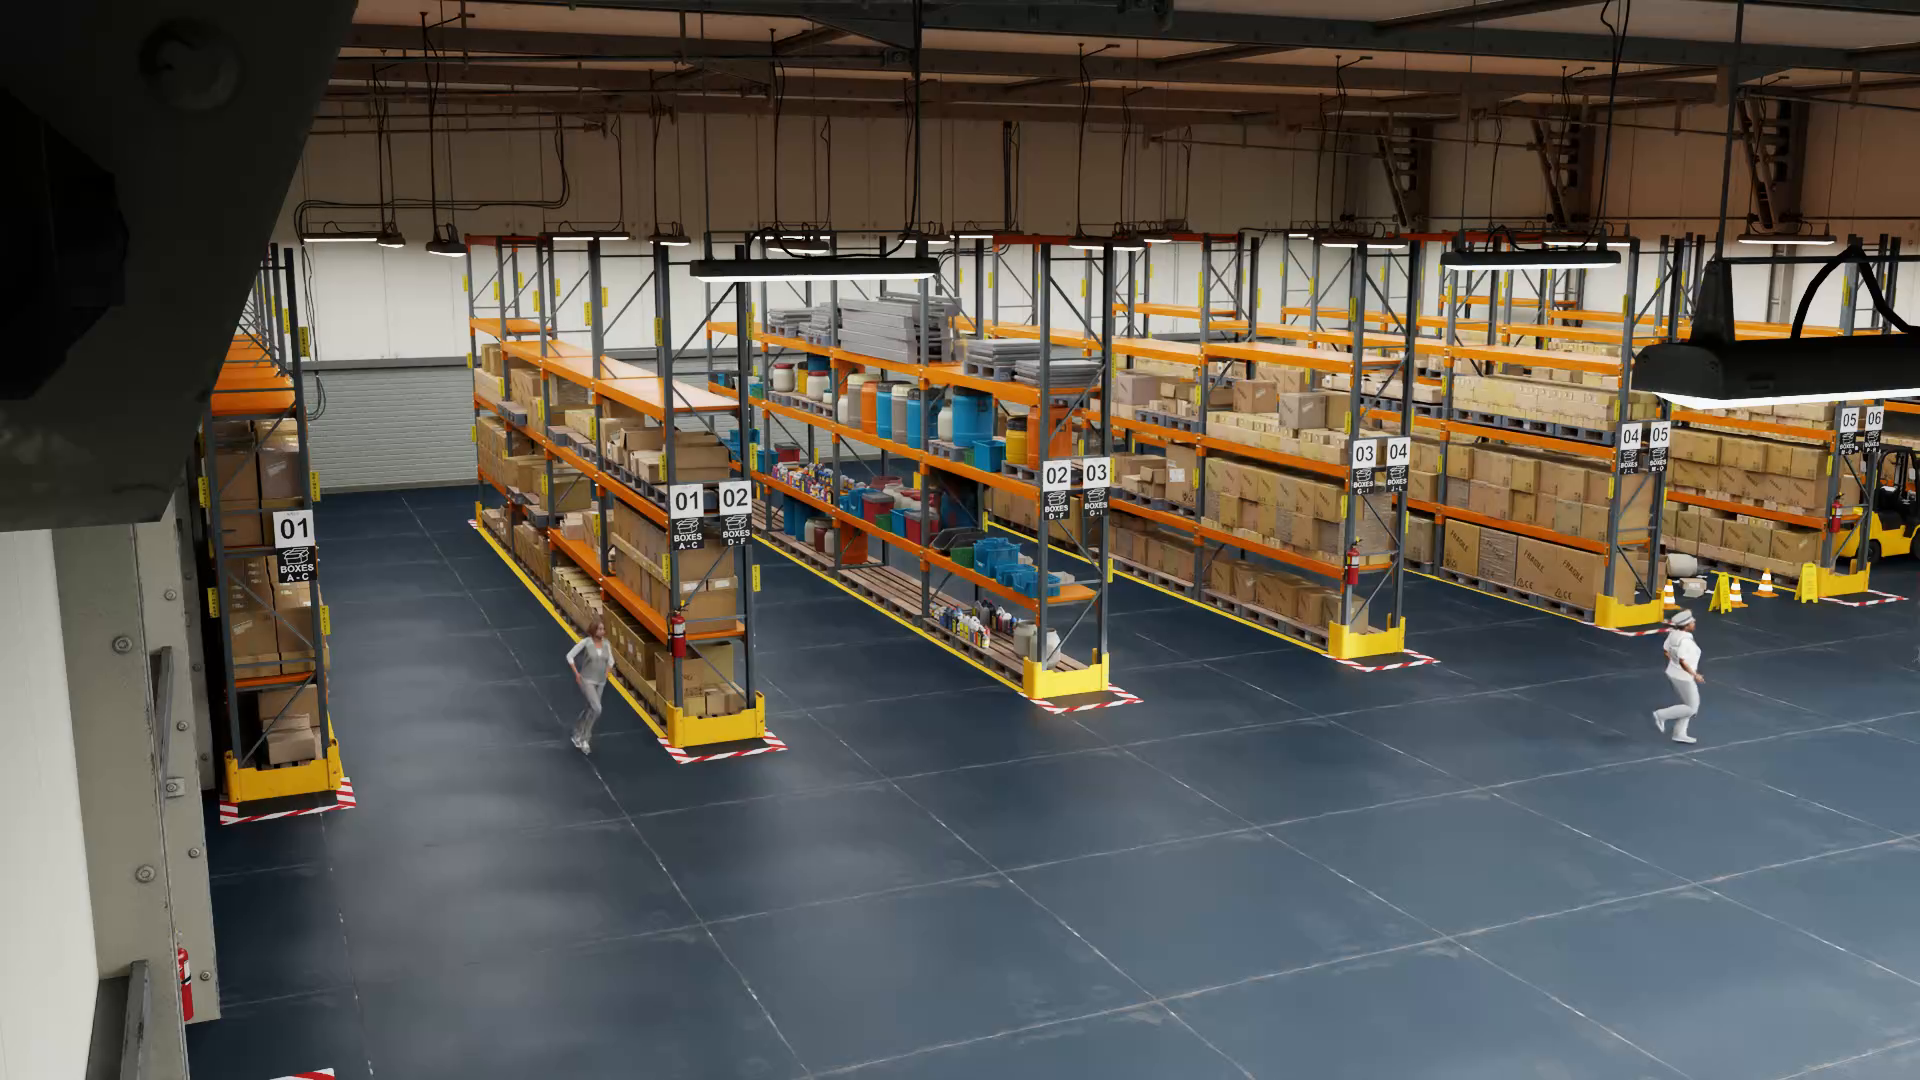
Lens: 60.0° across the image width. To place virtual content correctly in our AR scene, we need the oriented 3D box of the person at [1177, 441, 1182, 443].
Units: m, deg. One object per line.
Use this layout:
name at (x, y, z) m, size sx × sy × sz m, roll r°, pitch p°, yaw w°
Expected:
person at (4.674, -1.249, 35.169) m, size 0.656 × 1.673 × 0.574 m, roll -4°, pitch 12°, yaw -22°

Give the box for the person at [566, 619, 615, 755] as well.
person at (-4.413, 1.748, 20.027) m, size 0.616 × 1.598 × 0.531 m, roll 10°, pitch 15°, yaw 41°

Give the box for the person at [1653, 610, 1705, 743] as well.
person at (8.732, 1.663, 20.249) m, size 0.589 × 1.662 × 0.575 m, roll 0°, pitch 11°, yaw 1°
